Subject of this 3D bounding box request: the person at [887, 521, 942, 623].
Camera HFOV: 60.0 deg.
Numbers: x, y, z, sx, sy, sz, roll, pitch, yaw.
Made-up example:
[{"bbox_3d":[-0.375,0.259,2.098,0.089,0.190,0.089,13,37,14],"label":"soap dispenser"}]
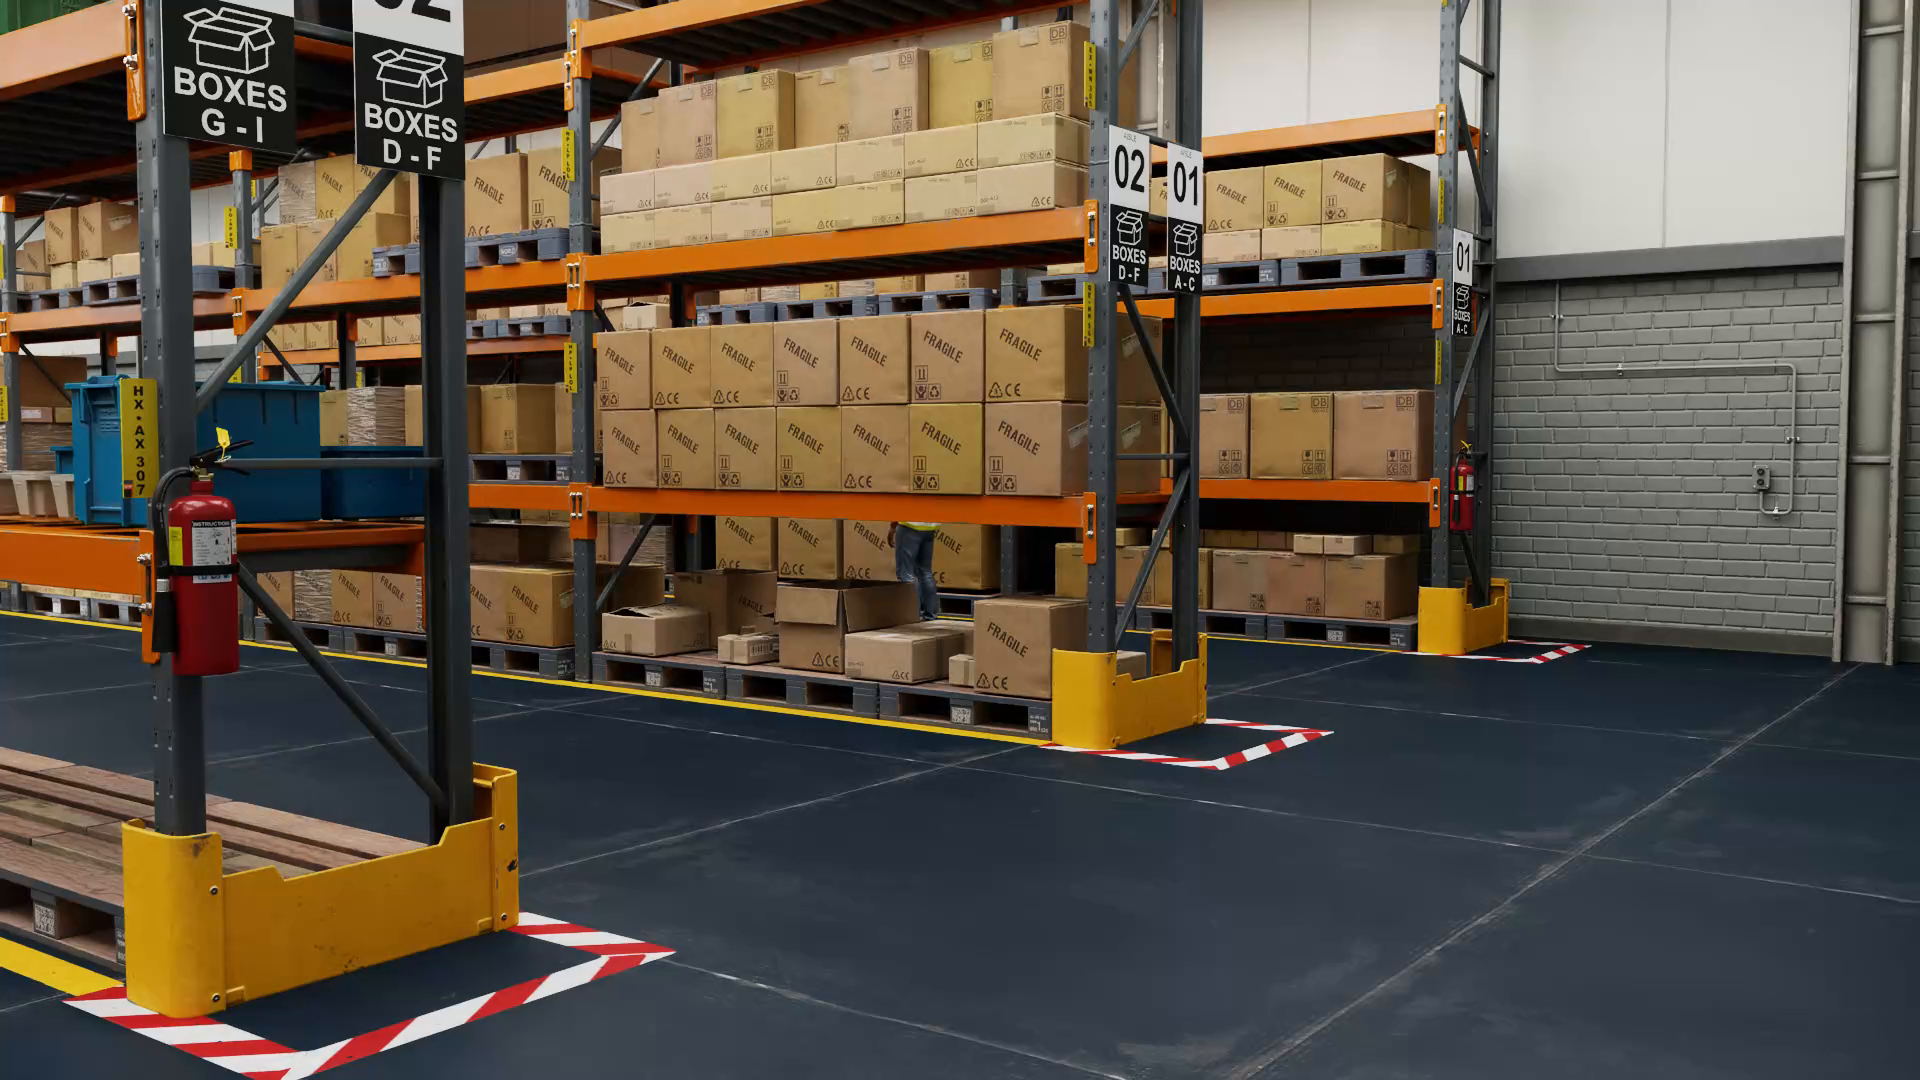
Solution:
[{"bbox_3d":[-0.406,-0.115,14.320,0.463,1.760,0.631,2,4,36],"label":"person"}]
